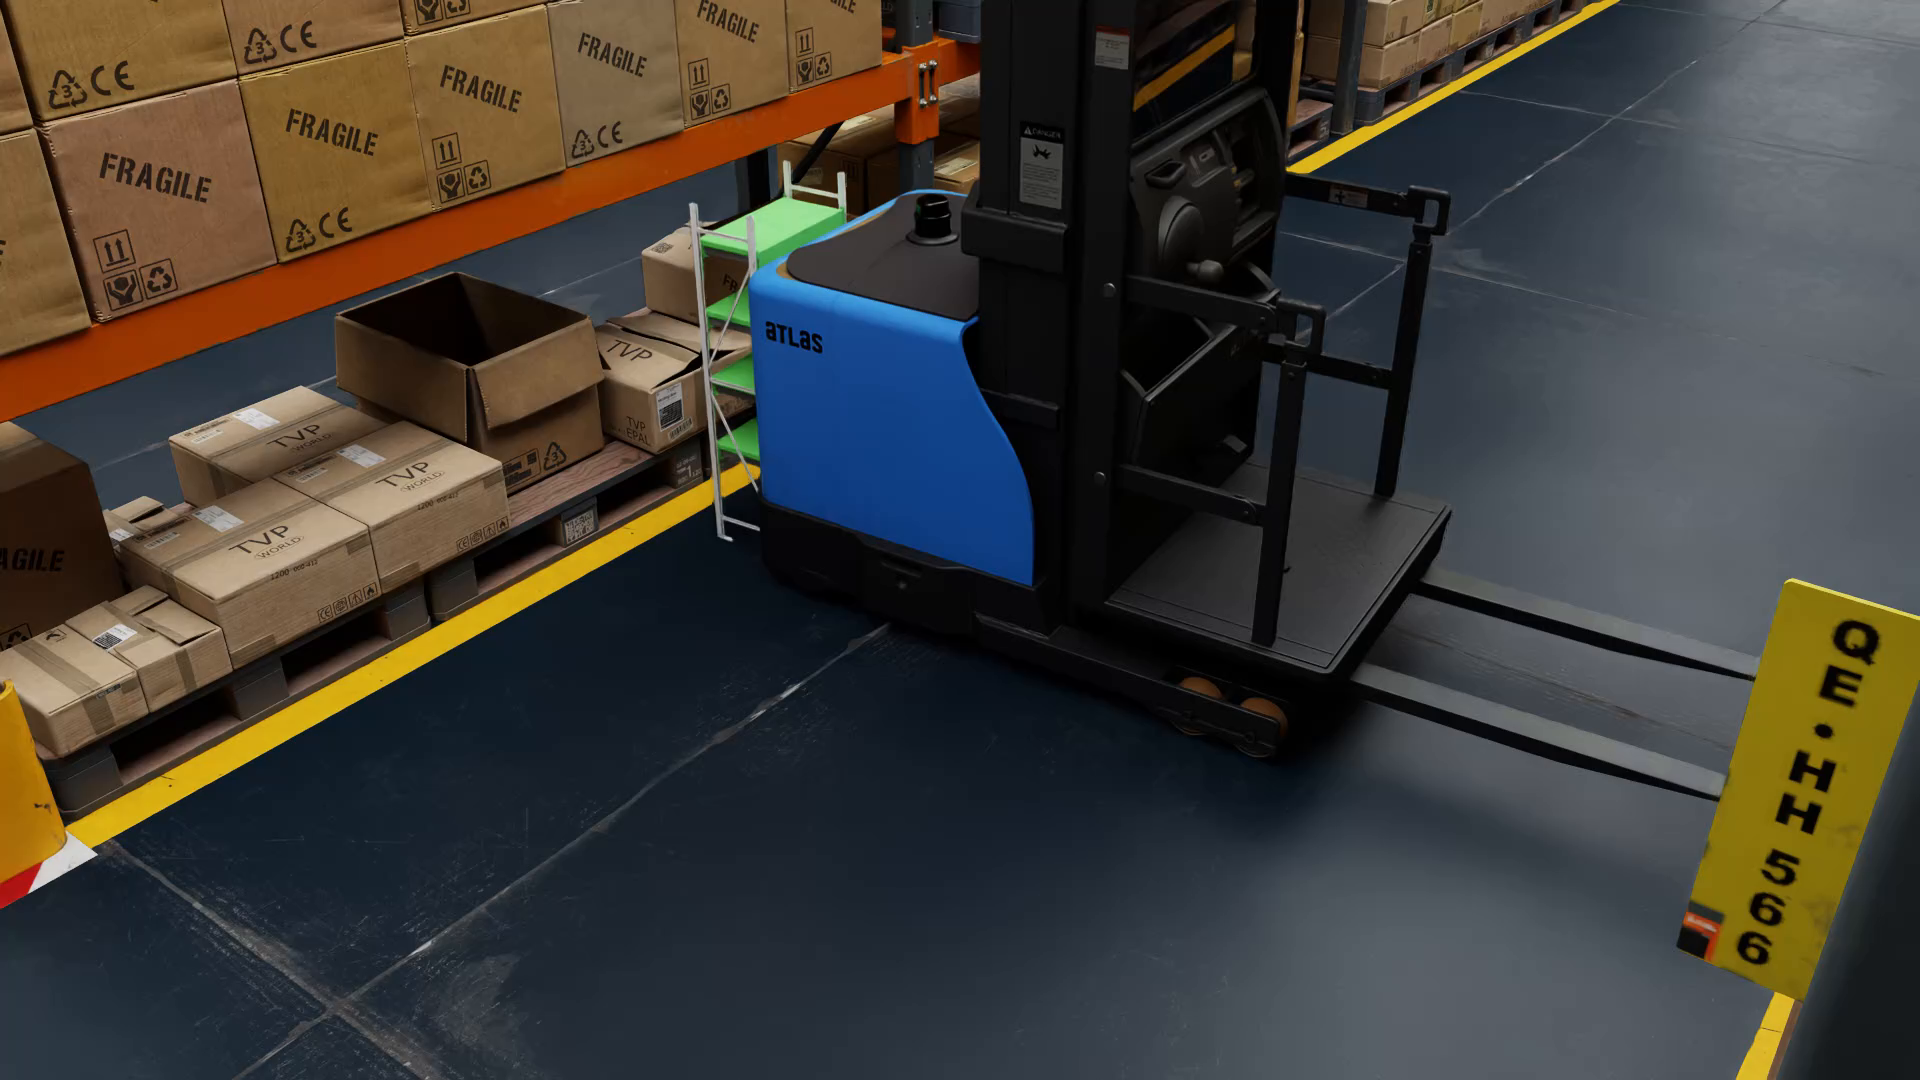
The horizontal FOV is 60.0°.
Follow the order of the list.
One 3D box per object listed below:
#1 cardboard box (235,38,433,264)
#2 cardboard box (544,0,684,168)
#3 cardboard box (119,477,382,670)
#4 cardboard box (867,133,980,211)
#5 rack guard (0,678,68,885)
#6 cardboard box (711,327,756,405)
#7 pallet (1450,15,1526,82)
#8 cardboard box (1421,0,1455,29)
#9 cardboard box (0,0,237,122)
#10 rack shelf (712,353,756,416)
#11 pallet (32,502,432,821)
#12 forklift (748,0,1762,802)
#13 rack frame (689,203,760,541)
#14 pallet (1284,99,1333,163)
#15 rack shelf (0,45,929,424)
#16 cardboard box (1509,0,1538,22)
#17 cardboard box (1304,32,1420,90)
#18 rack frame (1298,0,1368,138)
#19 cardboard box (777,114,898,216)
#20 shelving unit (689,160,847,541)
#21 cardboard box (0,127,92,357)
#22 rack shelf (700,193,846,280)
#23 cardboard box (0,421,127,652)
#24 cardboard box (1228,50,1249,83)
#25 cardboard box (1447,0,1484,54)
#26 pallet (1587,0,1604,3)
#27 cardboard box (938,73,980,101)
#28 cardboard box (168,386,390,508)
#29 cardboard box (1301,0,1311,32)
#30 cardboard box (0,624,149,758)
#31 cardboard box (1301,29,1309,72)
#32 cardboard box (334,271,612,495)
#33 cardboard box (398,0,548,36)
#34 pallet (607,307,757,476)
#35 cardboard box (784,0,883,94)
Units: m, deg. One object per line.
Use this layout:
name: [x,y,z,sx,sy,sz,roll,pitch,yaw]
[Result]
cardboard box: [-1.861,-1.127,4.612,0.500,0.500,0.500,21,37,31]
cardboard box: [-1.252,-1.538,5.304,0.500,0.500,0.500,22,37,32]
cardboard box: [-2.095,0.086,4.928,0.500,0.250,0.500,21,37,31]
cardboard box: [-0.051,-1.432,7.244,0.500,0.500,0.500,19,36,29]
rack guard: [-2.906,0.474,4.460,1.175,0.500,0.348,21,37,31]
cardboard box: [-0.833,-0.669,6.302,0.380,0.149,0.250,21,37,31]
pallet: [3.143,-3.439,11.346,1.003,0.211,1.213,21,37,31]
cardboard box: [2.738,-3.400,10.279,0.500,0.311,0.500,20,36,30]
cardboard box: [-2.164,-1.358,4.020,0.500,0.500,0.500,22,37,32]
rack shelf: [-0.607,-0.549,5.624,0.258,0.148,0.480,17,35,26]
pallet: [-2.425,0.274,5.081,1.003,0.211,1.213,21,37,31]
forklift: [0.866,-0.955,4.487,3.031,2.935,1.130,17,35,27]
rack frame: [-0.733,-0.497,5.412,0.240,1.200,0.015,17,35,26]
pallet: [1.397,-2.331,9.476,1.003,0.211,1.213,21,37,31]
rack shelf: [-1.744,-1.074,5.325,1.077,0.370,4.000,21,37,31]
cardboard box: [3.658,-3.775,11.462,0.500,0.250,0.500,22,37,32]
cardboard box: [2.428,-2.942,10.058,0.500,0.250,0.500,21,37,31]
rack frame: [1.878,-3.822,9.257,1.000,3.000,0.127,21,37,31]
cardboard box: [-0.467,-1.599,7.526,0.500,0.500,0.500,21,37,31]
shelving unit: [-0.607,-0.604,5.592,0.258,1.200,0.503,17,35,26]
cardboard box: [-2.473,-0.713,3.912,0.500,0.500,0.500,22,37,32]
rack shelf: [-0.607,-0.962,5.380,0.258,0.148,0.480,17,35,26]
cardboard box: [-2.820,0.019,4.796,0.500,0.500,0.500,21,37,31]
cardboard box: [1.188,-2.273,8.664,0.500,0.500,0.500,20,36,30]
cardboard box: [3.040,-3.360,10.763,0.500,0.250,0.500,20,36,30]
pallet: [4.806,-4.559,13.235,1.003,0.211,1.213,21,37,31]
cardboard box: [0.141,-2.001,8.204,0.500,0.500,0.500,22,37,32]
cardboard box: [-2.222,-0.250,5.496,0.500,0.250,0.500,21,37,31]
cardboard box: [1.998,-3.350,10.195,0.500,0.311,0.500,22,37,33]
cardboard box: [-2.425,0.402,4.494,0.380,0.149,0.250,21,37,31]
cardboard box: [2.001,-3.109,10.339,0.500,0.250,0.500,22,37,32]
cardboard box: [-1.667,-0.546,5.747,0.797,0.503,0.637,21,37,31]
cardboard box: [-1.552,-1.766,4.709,0.500,0.500,0.500,21,36,31]
pallet: [-0.952,-0.718,6.754,1.003,0.211,1.213,21,37,31]
cardboard box: [-0.634,-1.957,6.012,0.500,0.500,0.500,22,37,32]
